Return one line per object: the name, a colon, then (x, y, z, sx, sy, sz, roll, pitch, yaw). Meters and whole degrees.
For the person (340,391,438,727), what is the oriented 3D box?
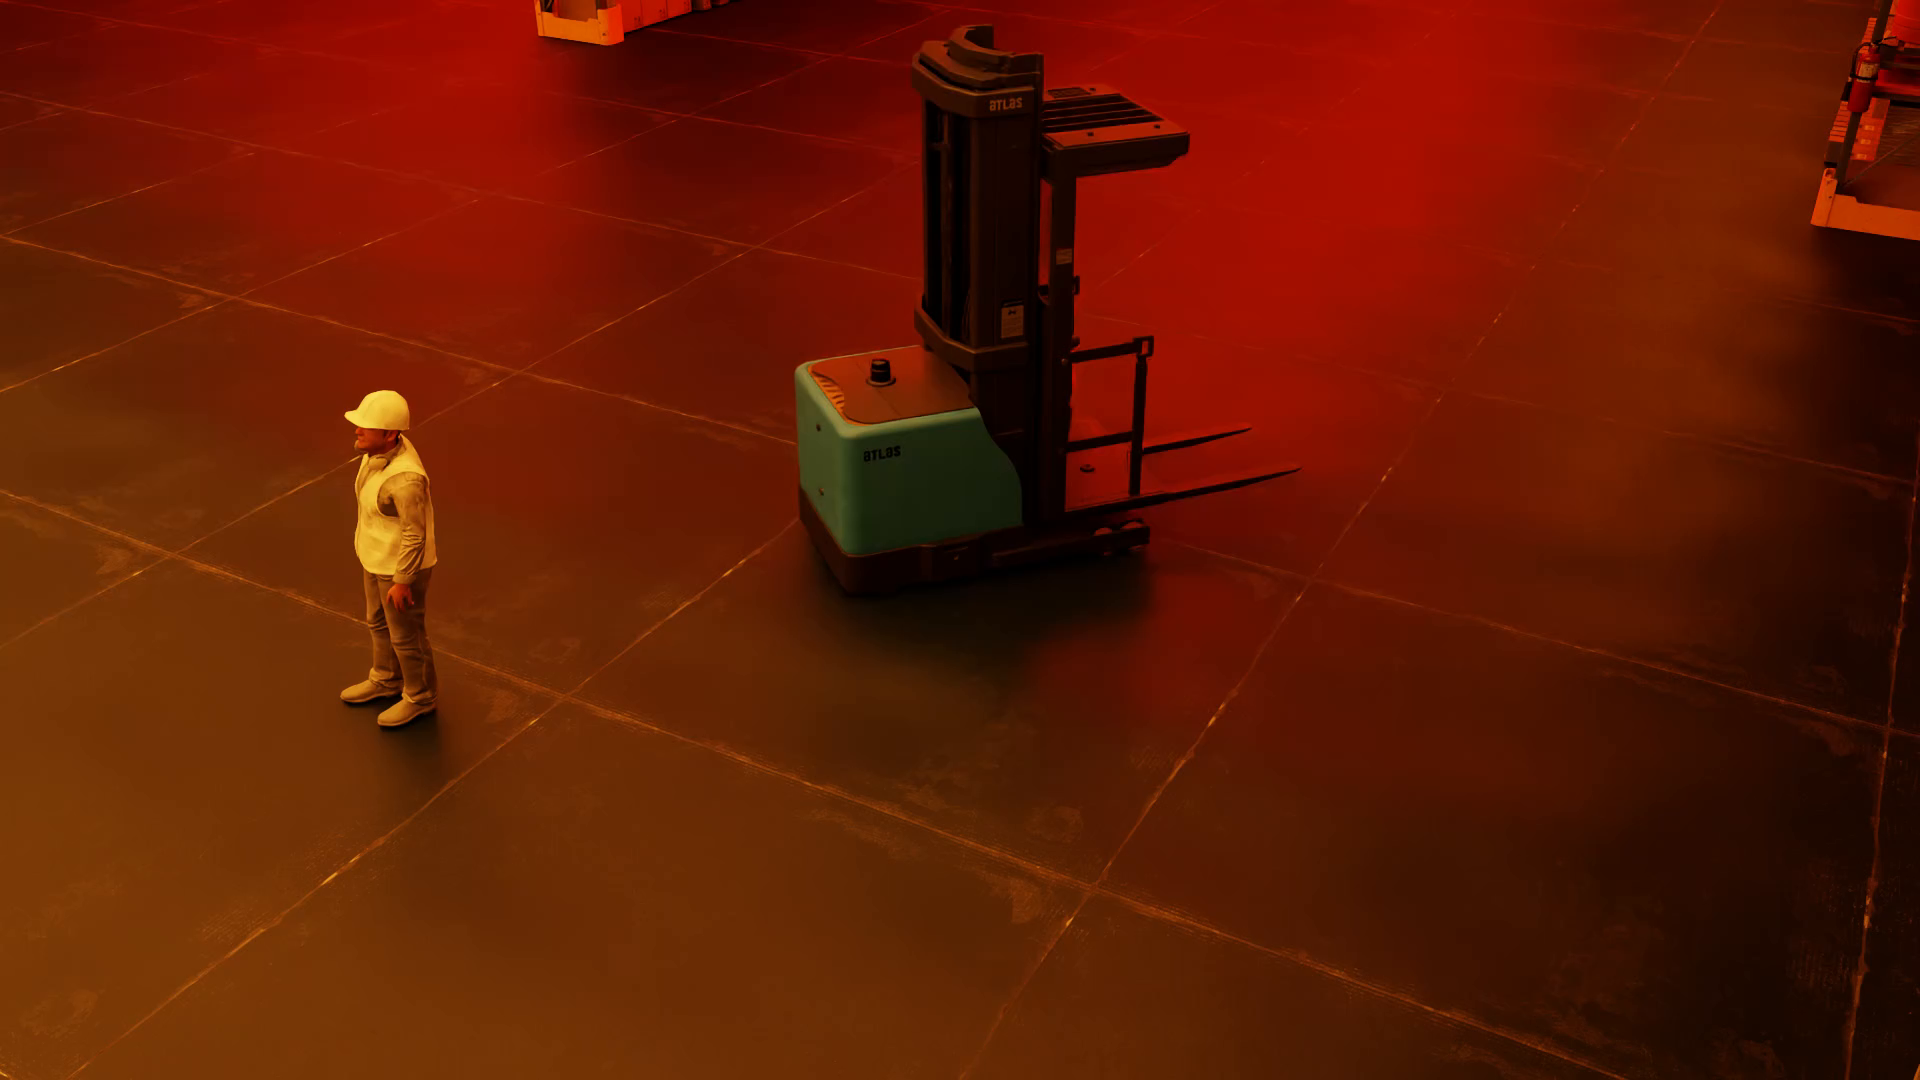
person: (-2.801, 0.103, 8.035, 0.568, 1.773, 0.631, -16, 34, -26)

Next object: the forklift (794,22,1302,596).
forklift: (0.595, -1.409, 9.512, 3.031, 2.935, 1.130, -11, 32, -18)
